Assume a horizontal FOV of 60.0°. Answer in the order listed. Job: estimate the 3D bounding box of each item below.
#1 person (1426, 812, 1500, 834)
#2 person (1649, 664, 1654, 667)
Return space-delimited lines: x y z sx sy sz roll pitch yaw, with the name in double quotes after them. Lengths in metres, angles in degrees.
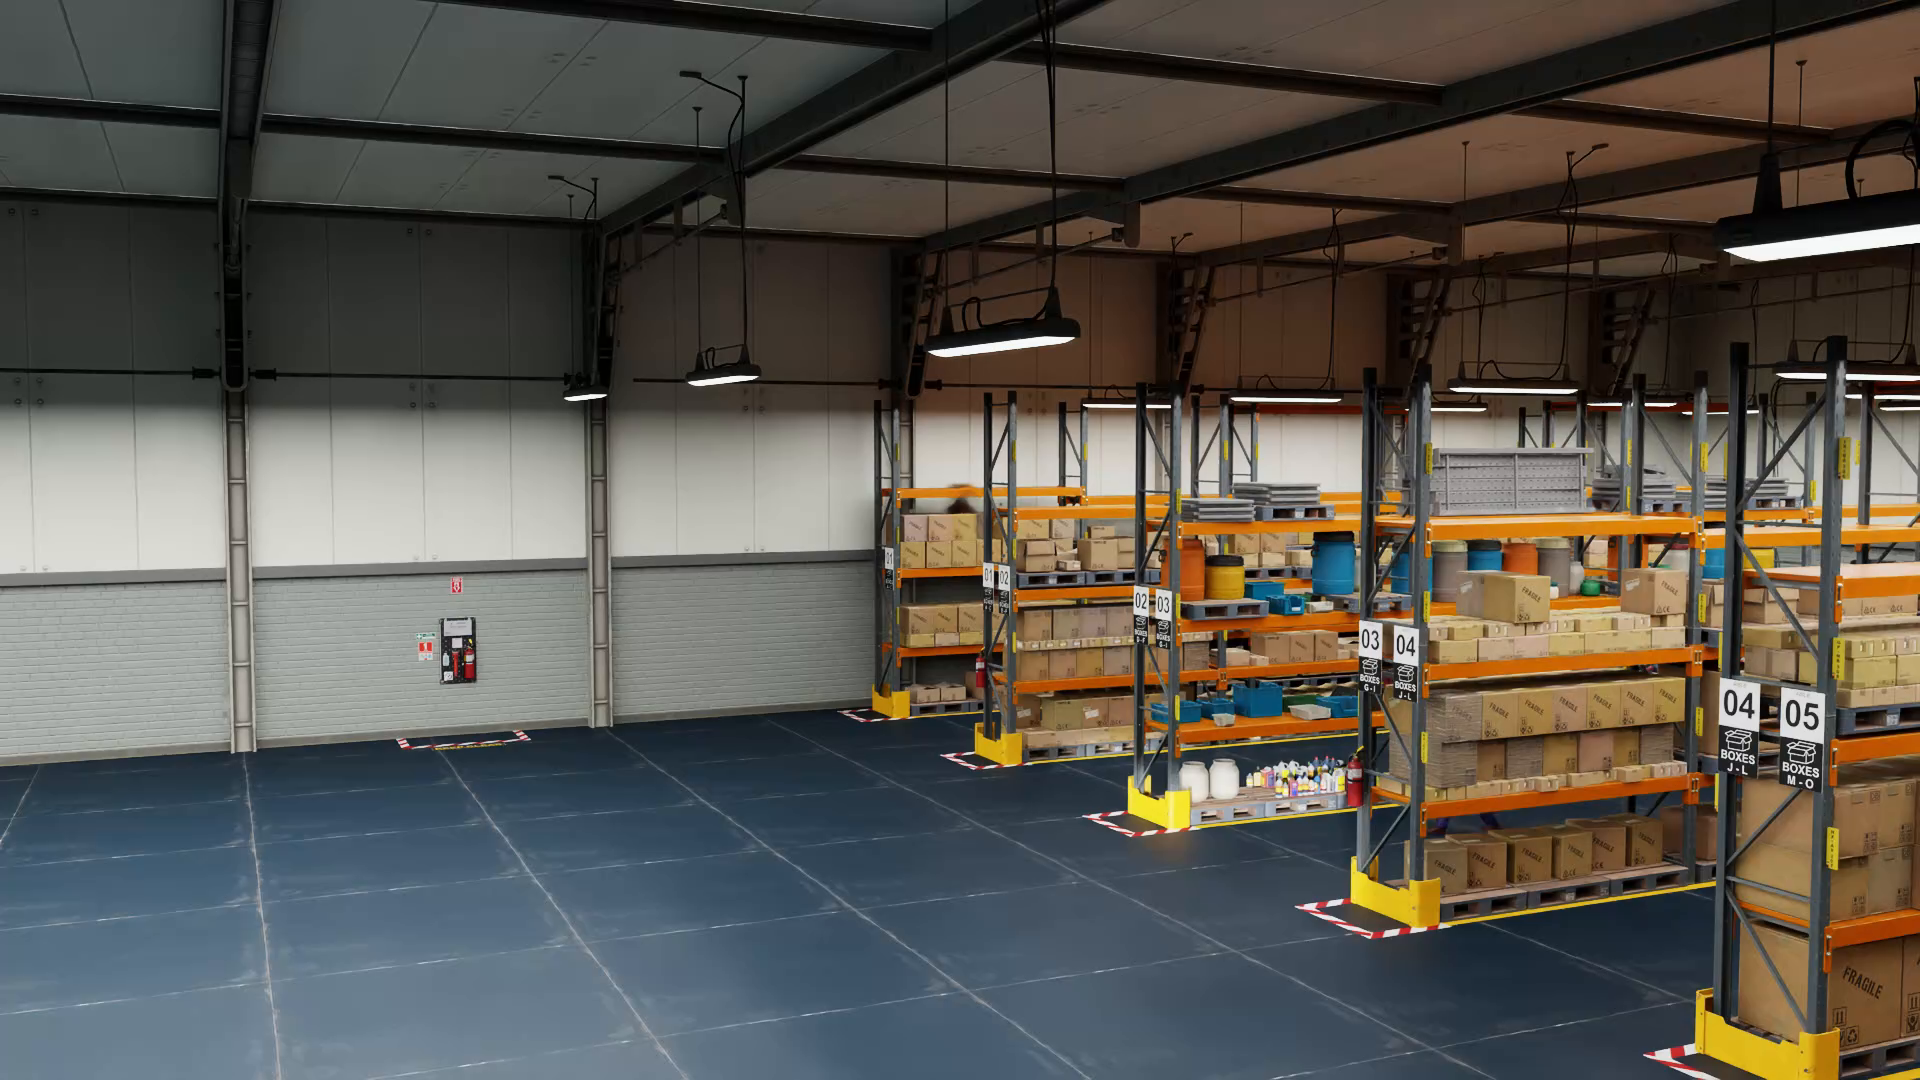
6.620 3.082 21.871 0.969 1.589 0.443 -1 3 -15 "person"
12.876 2.563 30.683 1.012 1.622 0.444 -2 4 -26 "person"
